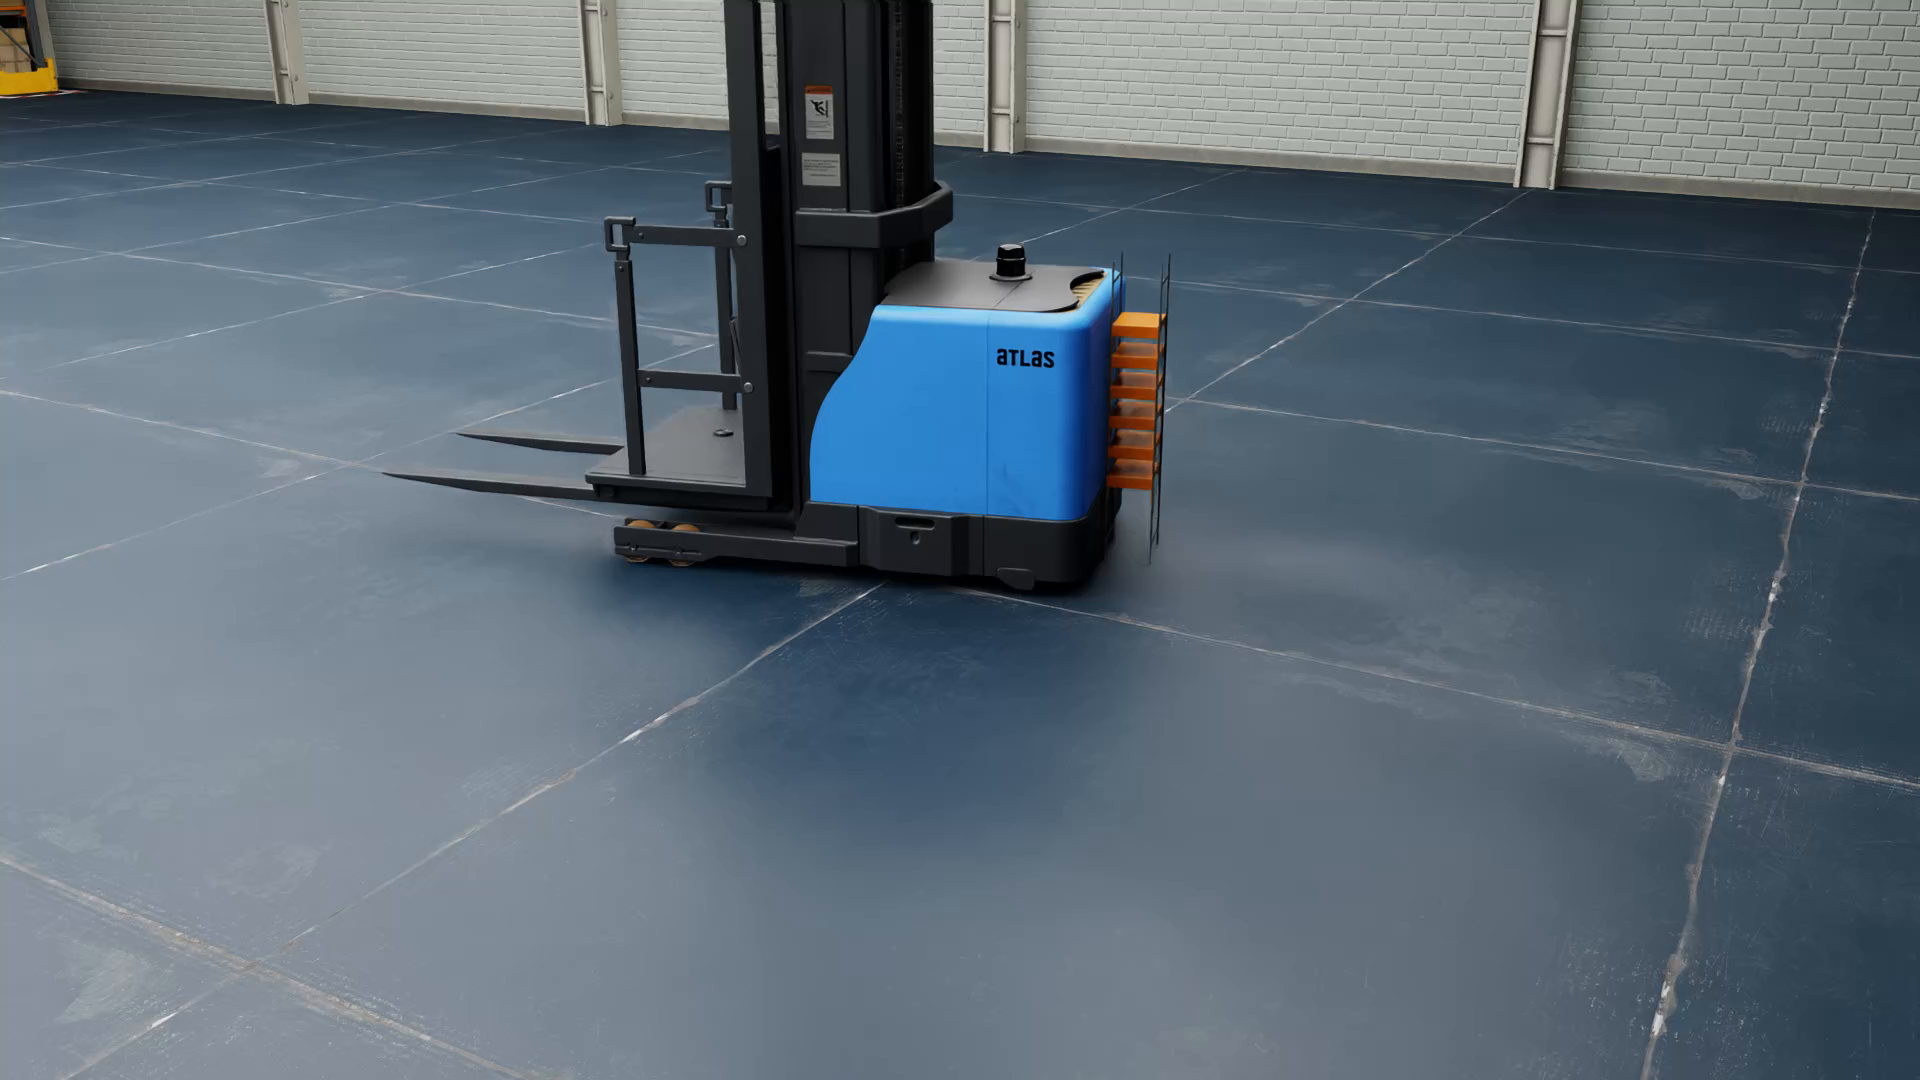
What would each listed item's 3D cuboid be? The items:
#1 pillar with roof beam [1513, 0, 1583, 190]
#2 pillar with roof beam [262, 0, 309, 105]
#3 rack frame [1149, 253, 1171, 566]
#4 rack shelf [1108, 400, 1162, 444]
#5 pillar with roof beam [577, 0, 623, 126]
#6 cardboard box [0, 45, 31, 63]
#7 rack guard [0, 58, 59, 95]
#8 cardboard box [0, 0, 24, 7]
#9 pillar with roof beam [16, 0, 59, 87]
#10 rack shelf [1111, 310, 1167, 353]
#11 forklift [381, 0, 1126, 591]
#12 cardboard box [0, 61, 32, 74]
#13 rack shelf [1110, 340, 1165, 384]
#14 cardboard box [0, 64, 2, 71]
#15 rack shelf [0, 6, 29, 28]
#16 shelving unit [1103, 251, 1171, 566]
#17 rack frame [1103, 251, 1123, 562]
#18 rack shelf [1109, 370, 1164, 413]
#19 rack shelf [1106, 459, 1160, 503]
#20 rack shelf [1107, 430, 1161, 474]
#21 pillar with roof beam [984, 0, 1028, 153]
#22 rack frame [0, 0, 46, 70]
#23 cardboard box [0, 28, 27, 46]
[{"bbox_3d":[3.658,-6.479,11.529,0.400,9.000,9.100,11,23,27],"label":"pillar with roof beam"},{"bbox_3d":[-12.057,-9.472,19.781,0.400,9.000,9.100,11,23,27],"label":"pillar with roof beam"},{"bbox_3d":[0.779,-0.500,6.484,0.006,1.200,0.240,5,20,13],"label":"rack frame"},{"bbox_3d":[0.690,-0.466,6.520,0.180,0.103,0.258,5,20,13],"label":"rack shelf"},{"bbox_3d":[-6.819,-8.474,17.030,0.400,9.000,9.100,11,23,27],"label":"pillar with roof beam"},{"bbox_3d":[-15.336,-7.827,26.727,0.500,0.250,0.500,11,23,28],"label":"cardboard box"},{"bbox_3d":[-15.006,-7.368,26.444,0.348,0.500,1.175,11,23,27],"label":"rack guard"},{"bbox_3d":[-15.324,-8.759,26.467,0.500,0.500,0.500,12,23,29],"label":"cardboard box"},{"bbox_3d":[-17.295,-10.470,22.532,0.400,9.000,9.100,11,23,27],"label":"pillar with roof beam"},{"bbox_3d":[0.690,-0.804,6.397,0.180,0.103,0.258,5,20,13],"label":"rack shelf"},{"bbox_3d":[-0.888,-1.440,6.536,3.031,2.935,1.130,5,20,13],"label":"forklift"},{"bbox_3d":[-15.360,-7.592,26.812,0.500,0.250,0.500,11,23,28],"label":"cardboard box"},{"bbox_3d":[0.690,-0.692,6.438,0.180,0.103,0.258,5,20,13],"label":"rack shelf"},{"bbox_3d":[-15.591,-7.436,26.382,0.500,0.250,0.500,11,23,28],"label":"cardboard box"},{"bbox_3d":[-16.773,-8.541,27.068,4.000,0.370,1.077,11,23,27],"label":"rack shelf"},{"bbox_3d":[0.690,-0.508,6.505,0.189,1.200,0.258,5,20,13],"label":"shelving unit"},{"bbox_3d":[0.601,-0.515,6.526,0.006,1.200,0.240,5,20,13],"label":"rack frame"},{"bbox_3d":[0.690,-0.579,6.479,0.180,0.103,0.258,5,20,13],"label":"rack shelf"},{"bbox_3d":[0.690,-0.240,6.602,0.180,0.103,0.258,5,20,13],"label":"rack shelf"},{"bbox_3d":[0.690,-0.353,6.561,0.180,0.103,0.258,5,20,13],"label":"rack shelf"},{"bbox_3d":[-1.580,-7.476,14.279,0.400,9.000,9.100,11,23,27],"label":"pillar with roof beam"},{"bbox_3d":[-15.027,-8.547,26.029,0.127,3.000,1.000,11,23,27],"label":"rack frame"},{"bbox_3d":[-15.354,-8.058,26.631,0.500,0.250,0.500,10,22,26],"label":"cardboard box"}]
